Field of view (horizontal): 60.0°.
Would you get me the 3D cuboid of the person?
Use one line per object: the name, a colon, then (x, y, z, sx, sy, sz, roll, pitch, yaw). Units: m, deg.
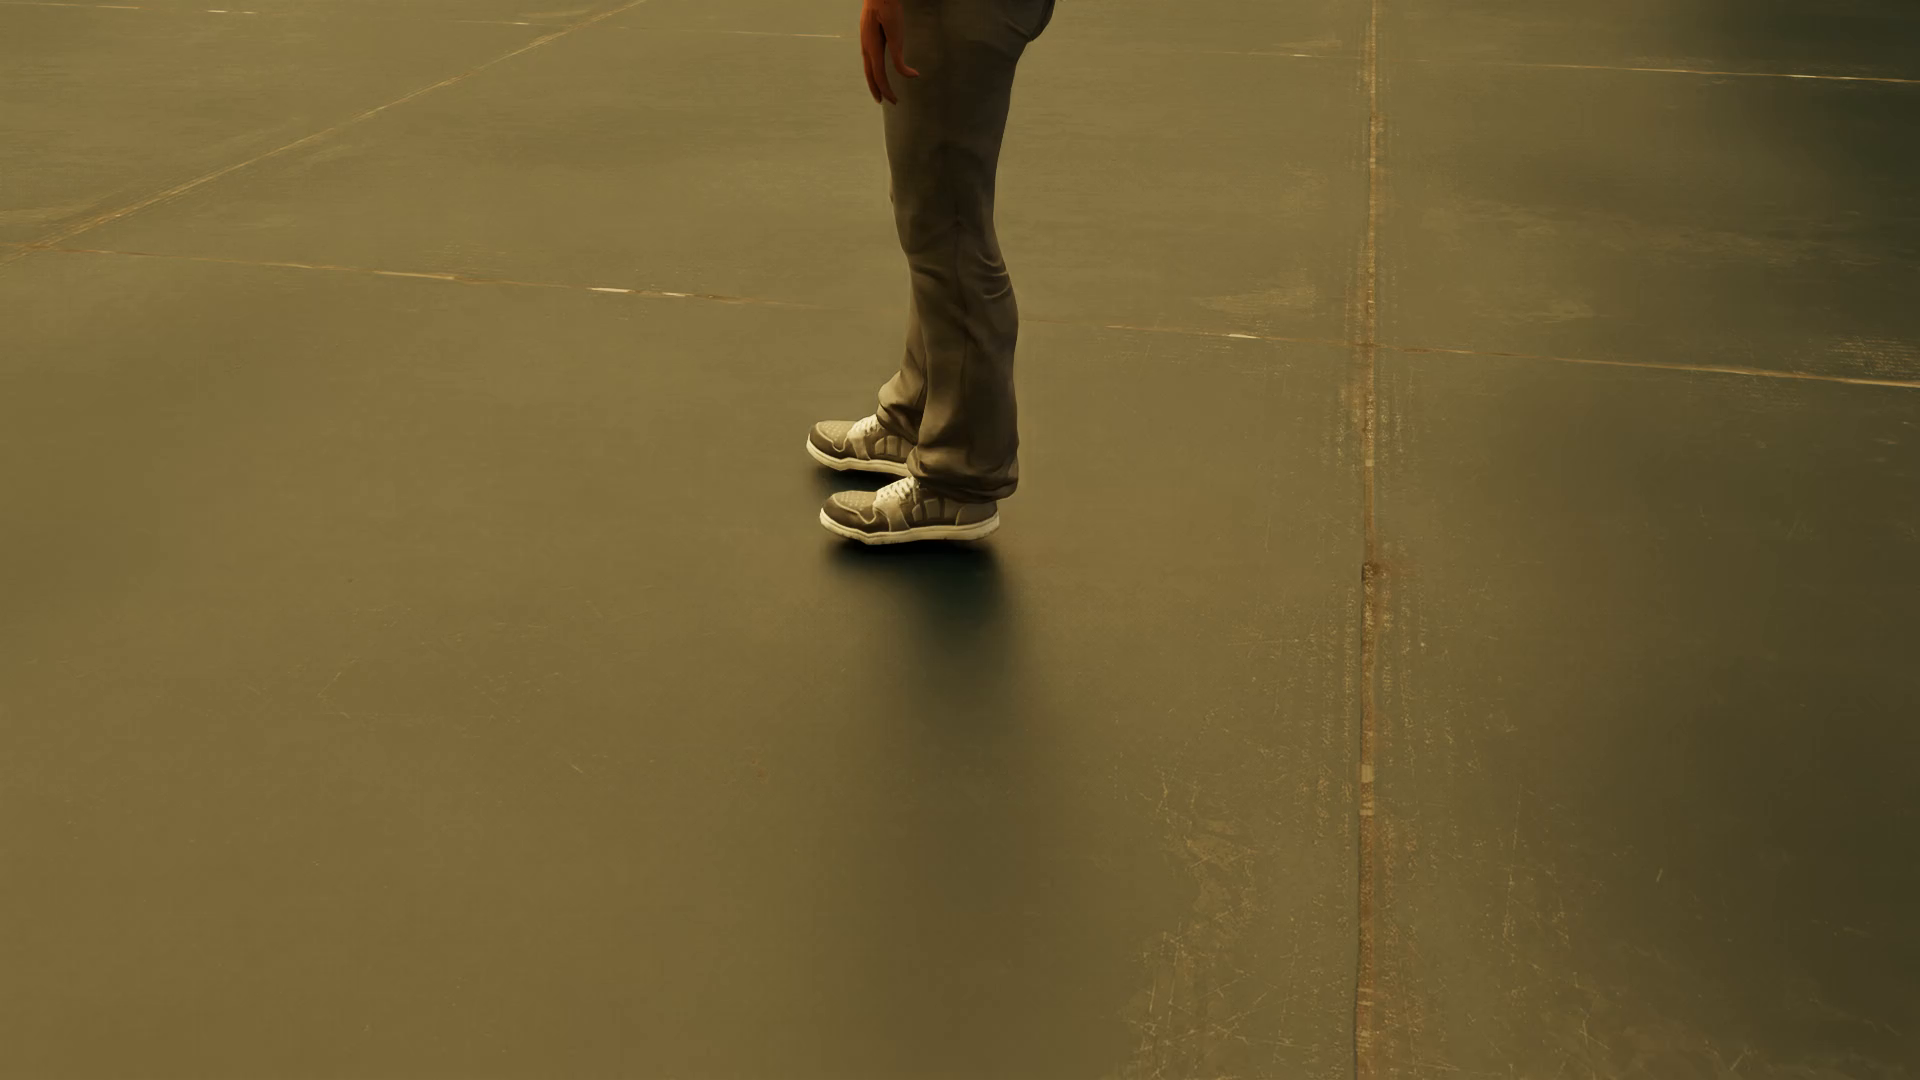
person: (-0.069, -0.733, 2.164, 0.475, 1.596, 0.521, 6, 27, 11)
